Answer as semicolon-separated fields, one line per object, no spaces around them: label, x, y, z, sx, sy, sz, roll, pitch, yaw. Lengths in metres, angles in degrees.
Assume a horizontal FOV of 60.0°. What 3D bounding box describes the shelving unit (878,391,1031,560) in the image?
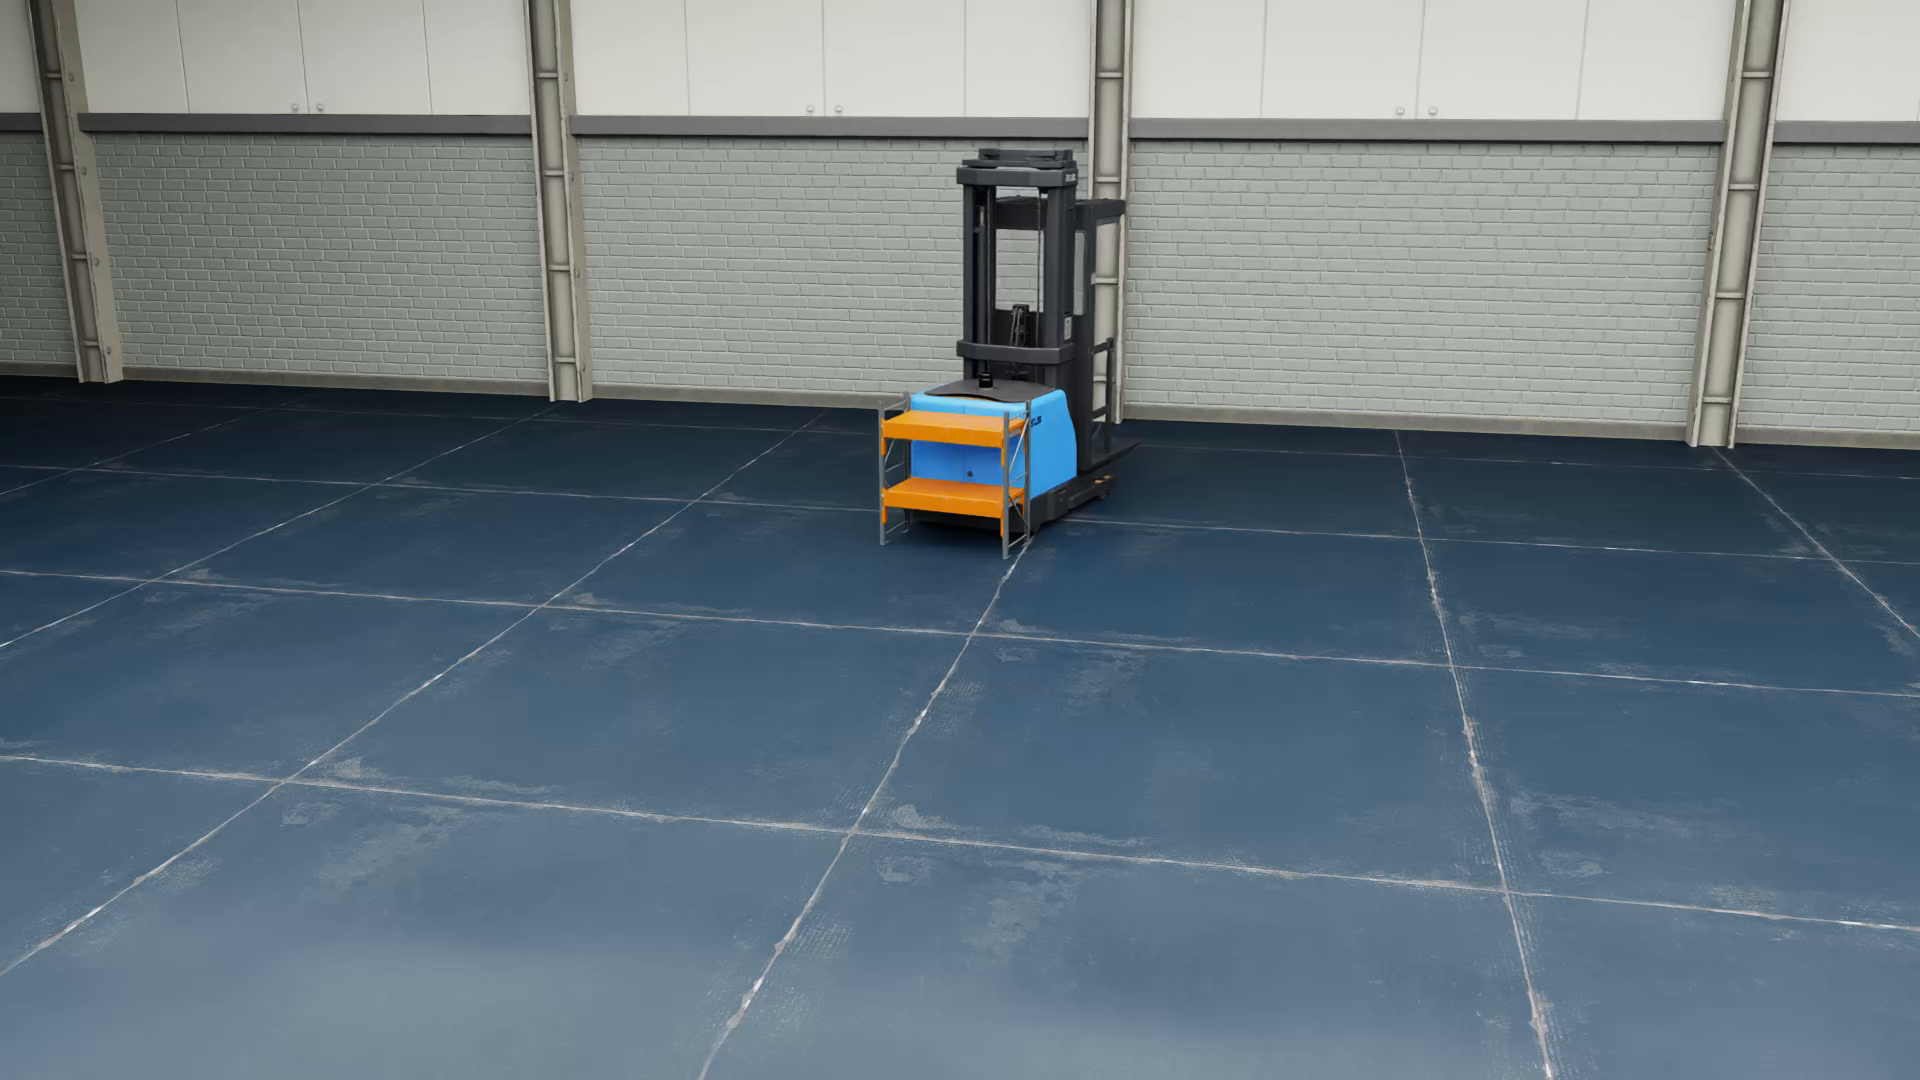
shelving unit;-0.038;-0.508;12.720;1.048;1.125;0.538;6;17;22

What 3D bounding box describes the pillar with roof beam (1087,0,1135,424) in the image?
pillar with roof beam;0.653;-4.476;12.294;0.400;9.000;9.100;3;16;11

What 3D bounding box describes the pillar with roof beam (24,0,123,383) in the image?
pillar with roof beam;-11.107;-5.115;14.599;0.400;9.000;9.100;3;16;11

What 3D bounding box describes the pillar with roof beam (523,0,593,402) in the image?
pillar with roof beam;-5.227;-4.795;13.447;0.400;9.000;9.100;3;16;11

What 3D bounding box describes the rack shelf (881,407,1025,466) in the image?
rack shelf;-0.038;-0.790;12.642;1.000;0.278;0.538;6;17;22

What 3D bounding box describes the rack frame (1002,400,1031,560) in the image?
rack frame;0.430;-0.455;12.529;0.032;1.125;0.500;6;17;22

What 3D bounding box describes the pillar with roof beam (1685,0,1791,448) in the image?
pillar with roof beam;6.532;-4.157;11.142;0.400;9.000;9.100;3;16;11

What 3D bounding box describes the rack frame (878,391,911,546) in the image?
rack frame;-0.506;-0.561;12.911;0.032;1.125;0.500;6;17;22

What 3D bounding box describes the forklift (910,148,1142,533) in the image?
forklift;0.712;-1.812;14.041;1.130;2.935;3.031;8;17;26

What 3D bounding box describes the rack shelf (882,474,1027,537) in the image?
rack shelf;-0.038;-0.273;12.785;1.000;0.278;0.538;6;17;22
